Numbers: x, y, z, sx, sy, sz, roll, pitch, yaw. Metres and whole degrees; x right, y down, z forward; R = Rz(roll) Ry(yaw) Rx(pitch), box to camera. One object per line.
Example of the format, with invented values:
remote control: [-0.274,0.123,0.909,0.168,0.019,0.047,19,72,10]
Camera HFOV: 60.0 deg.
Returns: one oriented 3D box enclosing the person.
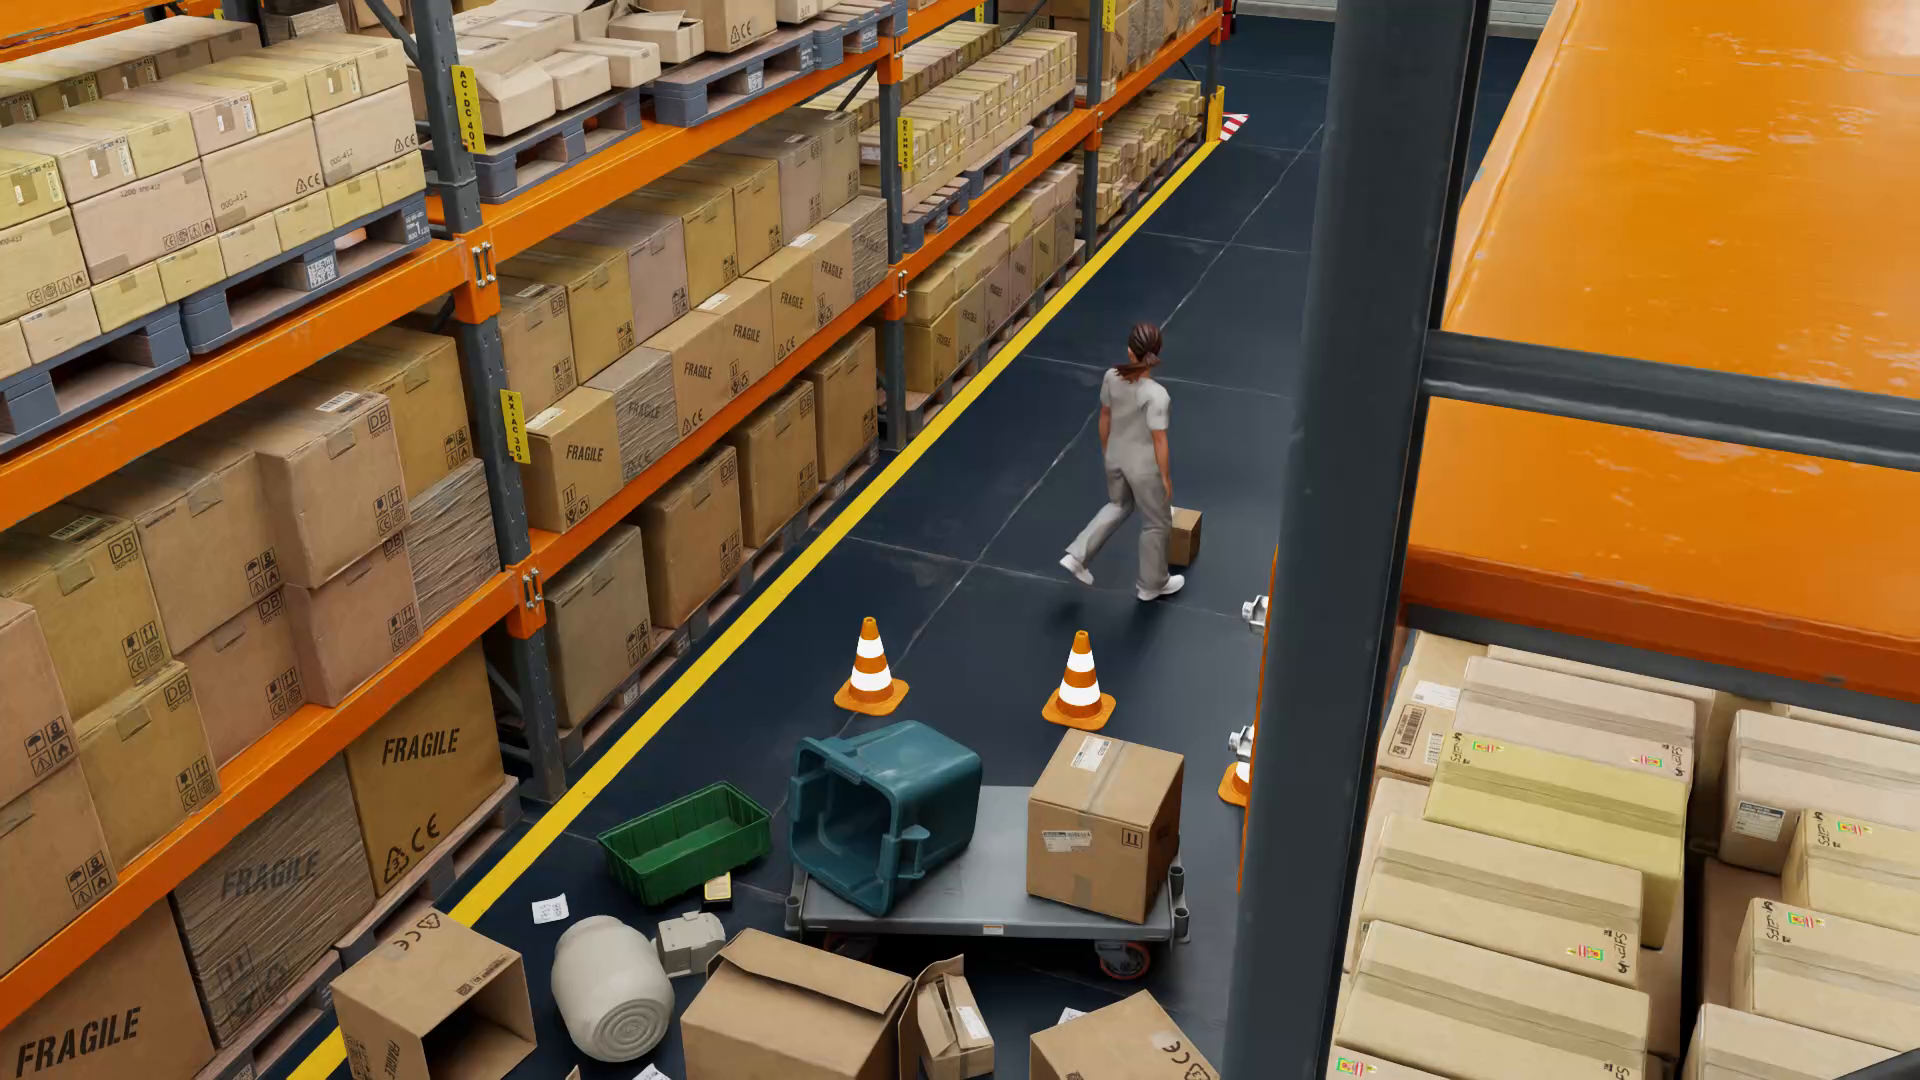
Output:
person: [0.936,-0.400,9.076,0.701,1.664,0.481,-22,36,-33]
